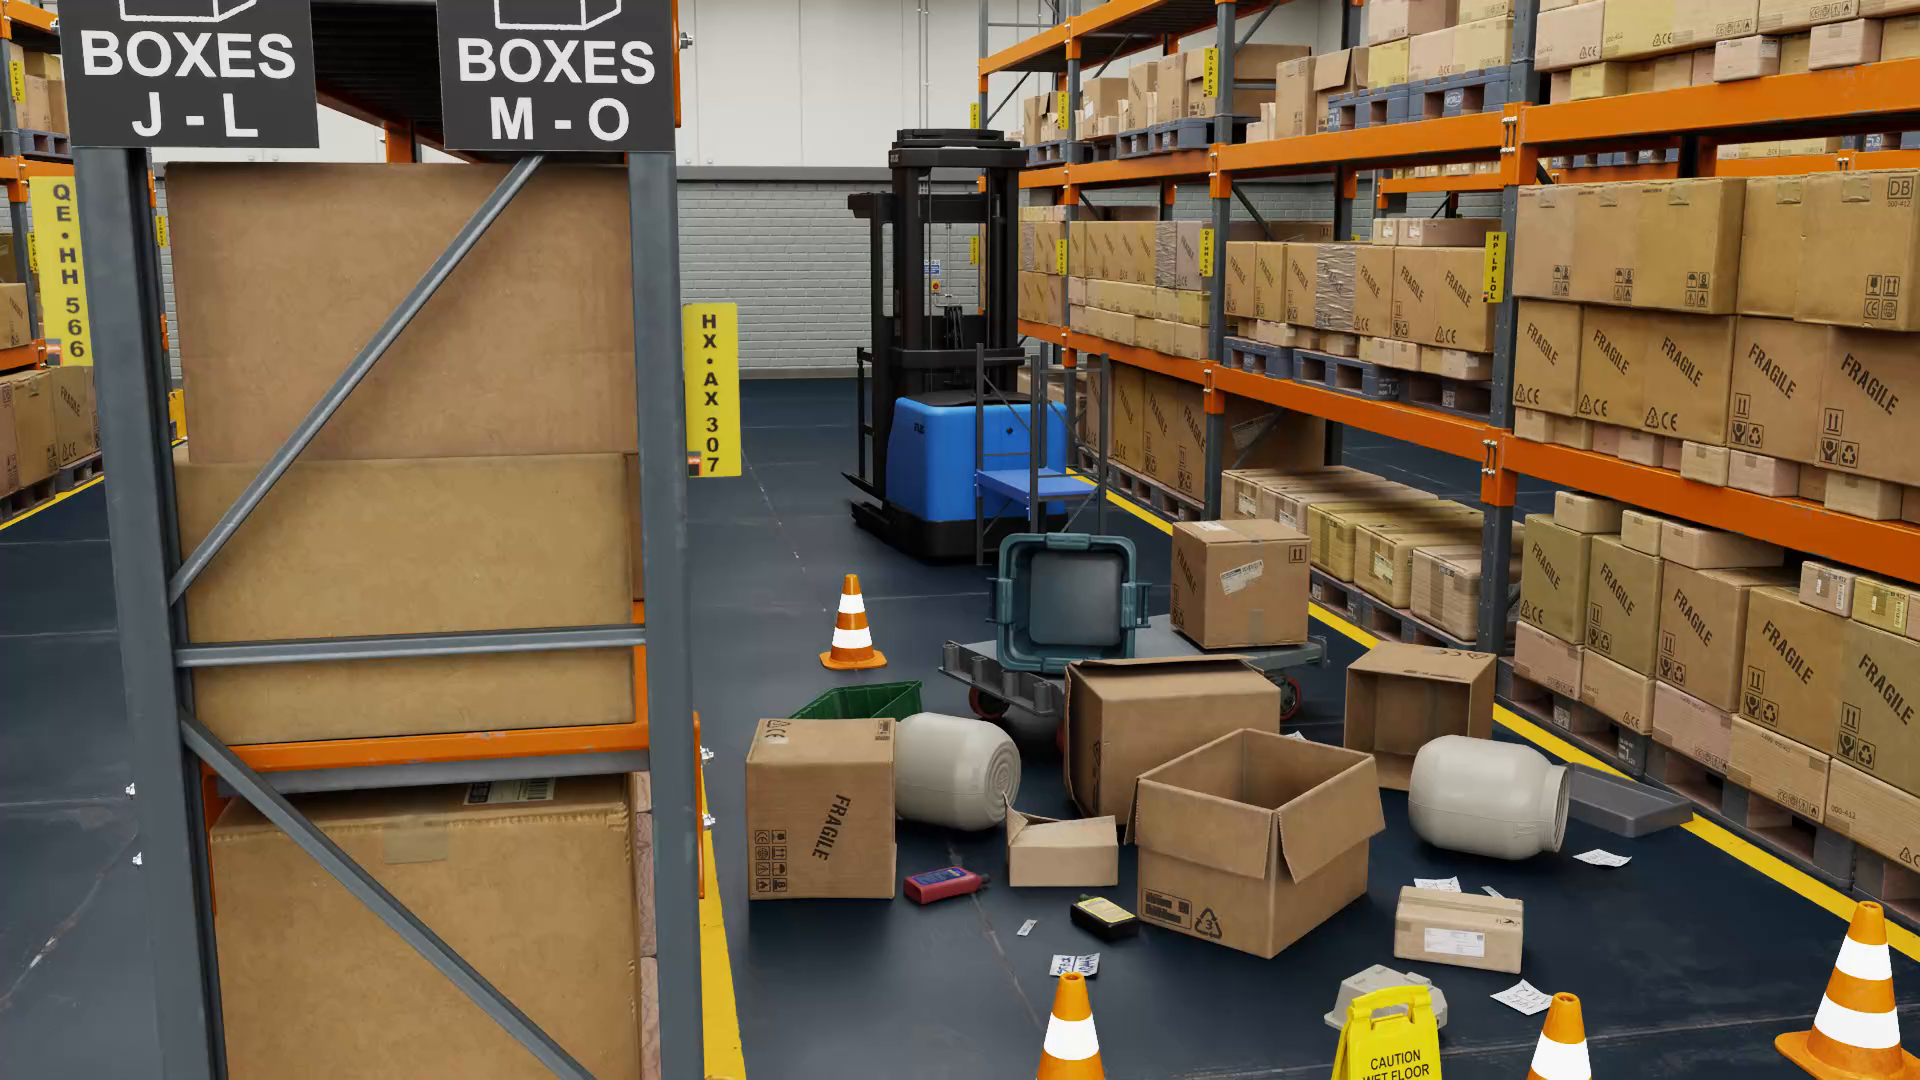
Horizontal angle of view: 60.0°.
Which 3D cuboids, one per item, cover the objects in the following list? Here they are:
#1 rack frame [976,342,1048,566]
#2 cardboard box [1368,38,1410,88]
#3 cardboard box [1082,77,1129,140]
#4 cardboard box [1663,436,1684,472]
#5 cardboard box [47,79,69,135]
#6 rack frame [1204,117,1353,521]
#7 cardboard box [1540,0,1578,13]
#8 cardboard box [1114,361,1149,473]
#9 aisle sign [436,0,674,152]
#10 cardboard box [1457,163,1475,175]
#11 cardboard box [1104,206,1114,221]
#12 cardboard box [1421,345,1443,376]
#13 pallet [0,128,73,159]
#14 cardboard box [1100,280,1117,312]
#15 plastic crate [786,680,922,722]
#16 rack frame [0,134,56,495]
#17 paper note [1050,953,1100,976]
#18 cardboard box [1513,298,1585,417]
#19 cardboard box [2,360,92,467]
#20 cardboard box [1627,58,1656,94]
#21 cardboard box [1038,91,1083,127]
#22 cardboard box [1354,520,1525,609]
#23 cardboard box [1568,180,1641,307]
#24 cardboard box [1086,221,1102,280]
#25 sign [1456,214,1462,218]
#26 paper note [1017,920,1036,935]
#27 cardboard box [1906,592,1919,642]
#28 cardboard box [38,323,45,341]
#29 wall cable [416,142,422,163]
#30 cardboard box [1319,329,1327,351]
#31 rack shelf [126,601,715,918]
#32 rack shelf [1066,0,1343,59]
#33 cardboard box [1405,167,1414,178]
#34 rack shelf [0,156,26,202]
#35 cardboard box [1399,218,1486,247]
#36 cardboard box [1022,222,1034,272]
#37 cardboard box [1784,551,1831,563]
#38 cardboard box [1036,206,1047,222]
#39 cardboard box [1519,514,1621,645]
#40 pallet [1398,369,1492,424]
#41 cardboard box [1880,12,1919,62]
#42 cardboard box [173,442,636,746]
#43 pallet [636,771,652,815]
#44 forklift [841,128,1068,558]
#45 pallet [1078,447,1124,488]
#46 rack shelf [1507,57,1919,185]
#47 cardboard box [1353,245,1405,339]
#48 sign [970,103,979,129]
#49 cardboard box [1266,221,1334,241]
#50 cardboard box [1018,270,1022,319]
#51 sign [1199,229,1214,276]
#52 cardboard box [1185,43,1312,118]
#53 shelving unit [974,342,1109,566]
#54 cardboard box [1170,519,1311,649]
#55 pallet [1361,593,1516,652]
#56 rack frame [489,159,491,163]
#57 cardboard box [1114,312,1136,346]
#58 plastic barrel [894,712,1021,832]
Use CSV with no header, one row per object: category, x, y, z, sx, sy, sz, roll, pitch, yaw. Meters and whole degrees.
rack frame,0.348,-0.577,11.214,0.500,1.500,0.032,-4,11,-18
cardboard box,2.600,-2.624,9.216,0.500,0.250,0.500,-2,11,-10
cardboard box,1.378,-3.753,14.481,0.500,0.500,0.500,-2,11,-12
cardboard box,3.072,-0.350,6.685,0.380,0.149,0.250,-2,11,-11
cardboard box,-8.503,-3.956,15.276,0.700,0.500,0.500,-2,11,-9
rack frame,2.269,-1.463,11.861,1.000,3.000,0.127,-2,11,-11
cardboard box,2.788,-2.402,7.309,0.380,0.149,0.250,-2,11,-12
cardboard box,1.874,-1.083,14.423,0.875,0.875,0.875,-2,11,-9
aisle sign,-0.702,-1.072,2.855,0.394,0.787,0.004,-2,11,-11
cardboard box,5.671,-4.064,18.178,0.380,0.149,0.250,-2,11,-10
cardboard box,1.619,-3.169,16.149,0.380,0.149,0.250,-2,11,-10
cardboard box,2.642,-0.946,8.691,0.380,0.149,0.250,-2,11,-13
pallet,-8.378,-3.417,14.340,1.003,0.211,1.213,-2,11,-11
cardboard box,1.501,-2.089,14.216,0.500,0.250,0.500,-2,11,-10
plastic crate,-0.470,0.807,7.303,0.450,0.188,0.662,-7,8,20
rack frame,-8.229,-1.836,13.822,1.000,3.000,0.127,-2,11,-11
paper note,0.358,1.320,5.182,0.144,0.017,0.142,2,11,9
cardboard box,2.859,-0.834,7.492,0.500,0.500,0.500,-2,11,-11
cardboard box,-8.279,-1.123,14.632,0.875,0.875,0.875,-2,11,-11
cardboard box,3.020,-1.922,6.921,0.380,0.149,0.250,-2,11,-11
cardboard box,1.198,-4.222,16.670,0.797,0.503,0.637,-1,11,-7
cardboard box,2.800,0.127,9.410,0.950,0.372,0.625,-1,11,-7
cardboard box,2.998,-1.233,6.914,0.700,0.500,0.500,-2,11,-11
cardboard box,1.421,-2.553,14.648,0.500,0.500,0.500,-2,11,-11
sign,6.130,-3.852,20.470,0.100,0.325,0.005,-2,11,-11
paper note,0.220,1.275,5.472,0.032,0.001,0.123,4,11,18
cardboard box,3.276,0.259,5.302,0.380,0.149,0.250,-2,11,-9
cardboard box,-7.961,-1.779,14.194,0.380,0.149,0.250,-2,11,-11
wall cable,-6.726,-8.260,22.922,2.277,5.999,0.120,-2,11,-11
cardboard box,2.430,-1.232,10.194,0.380,0.149,0.250,-2,11,-9
rack shelf,-1.400,0.189,5.103,1.077,0.370,4.000,-2,11,-11
rack shelf,1.880,-4.227,13.332,1.077,0.370,4.000,-2,11,-11
cardboard box,5.492,-4.348,19.665,0.380,0.149,0.250,-2,11,-10
rack shelf,-7.840,-2.590,11.681,1.077,0.370,4.000,-2,11,-11
cardboard box,2.589,-1.652,8.932,0.380,0.149,0.250,-2,11,-13
cardboard box,0.930,-3.000,16.993,0.500,0.500,0.500,-2,11,-10
cardboard box,3.627,0.332,6.654,0.500,0.500,0.500,-2,11,-8
cardboard box,0.985,-3.289,16.779,0.380,0.149,0.250,-2,11,-11
cardboard box,2.897,0.165,7.534,0.500,0.500,0.500,-2,11,-8
pallet,3.041,-0.781,8.788,1.003,0.211,1.213,-2,11,-11
cardboard box,3.260,-1.637,5.424,0.380,0.149,0.250,-2,11,-13
cardboard box,-1.127,0.063,3.444,0.875,0.550,0.550,-2,11,-11
pallet,-1.717,0.981,6.476,1.003,0.211,1.213,-2,11,-11
forklift,-0.201,-1.551,12.509,1.130,2.935,3.031,-4,11,-18
pallet,1.715,-0.688,15.247,1.003,0.211,1.213,-2,11,-11
rack shelf,3.436,-1.483,5.866,1.077,0.370,4.000,-2,11,-11
cardboard box,2.540,-1.393,9.307,0.500,0.500,0.500,-2,11,-9
sign,0.168,-4.853,19.100,0.100,0.325,0.005,-2,11,-11
cardboard box,2.413,-2.103,12.280,0.500,0.500,0.500,-2,11,-13
cardboard box,0.846,-2.604,17.588,0.500,0.500,0.500,-2,11,-9
sign,1.726,-2.011,11.643,0.100,0.325,0.005,-2,11,-11
cardboard box,2.048,-3.257,11.866,0.797,0.503,0.637,-3,11,-15
shelving unit,0.509,-0.486,10.741,0.538,1.500,1.048,-4,11,-18
cardboard box,1.307,0.197,7.800,0.500,0.500,0.500,-2,11,-11
pallet,2.894,0.498,9.017,1.003,0.211,1.213,-2,11,-11
rack frame,-2.567,-1.264,10.817,1.000,3.000,0.127,-2,11,-11
cardboard box,1.592,-1.751,13.776,0.500,0.250,0.500,-2,11,-12
plastic barrel,-0.063,0.887,6.404,0.512,0.421,0.421,6,12,28
